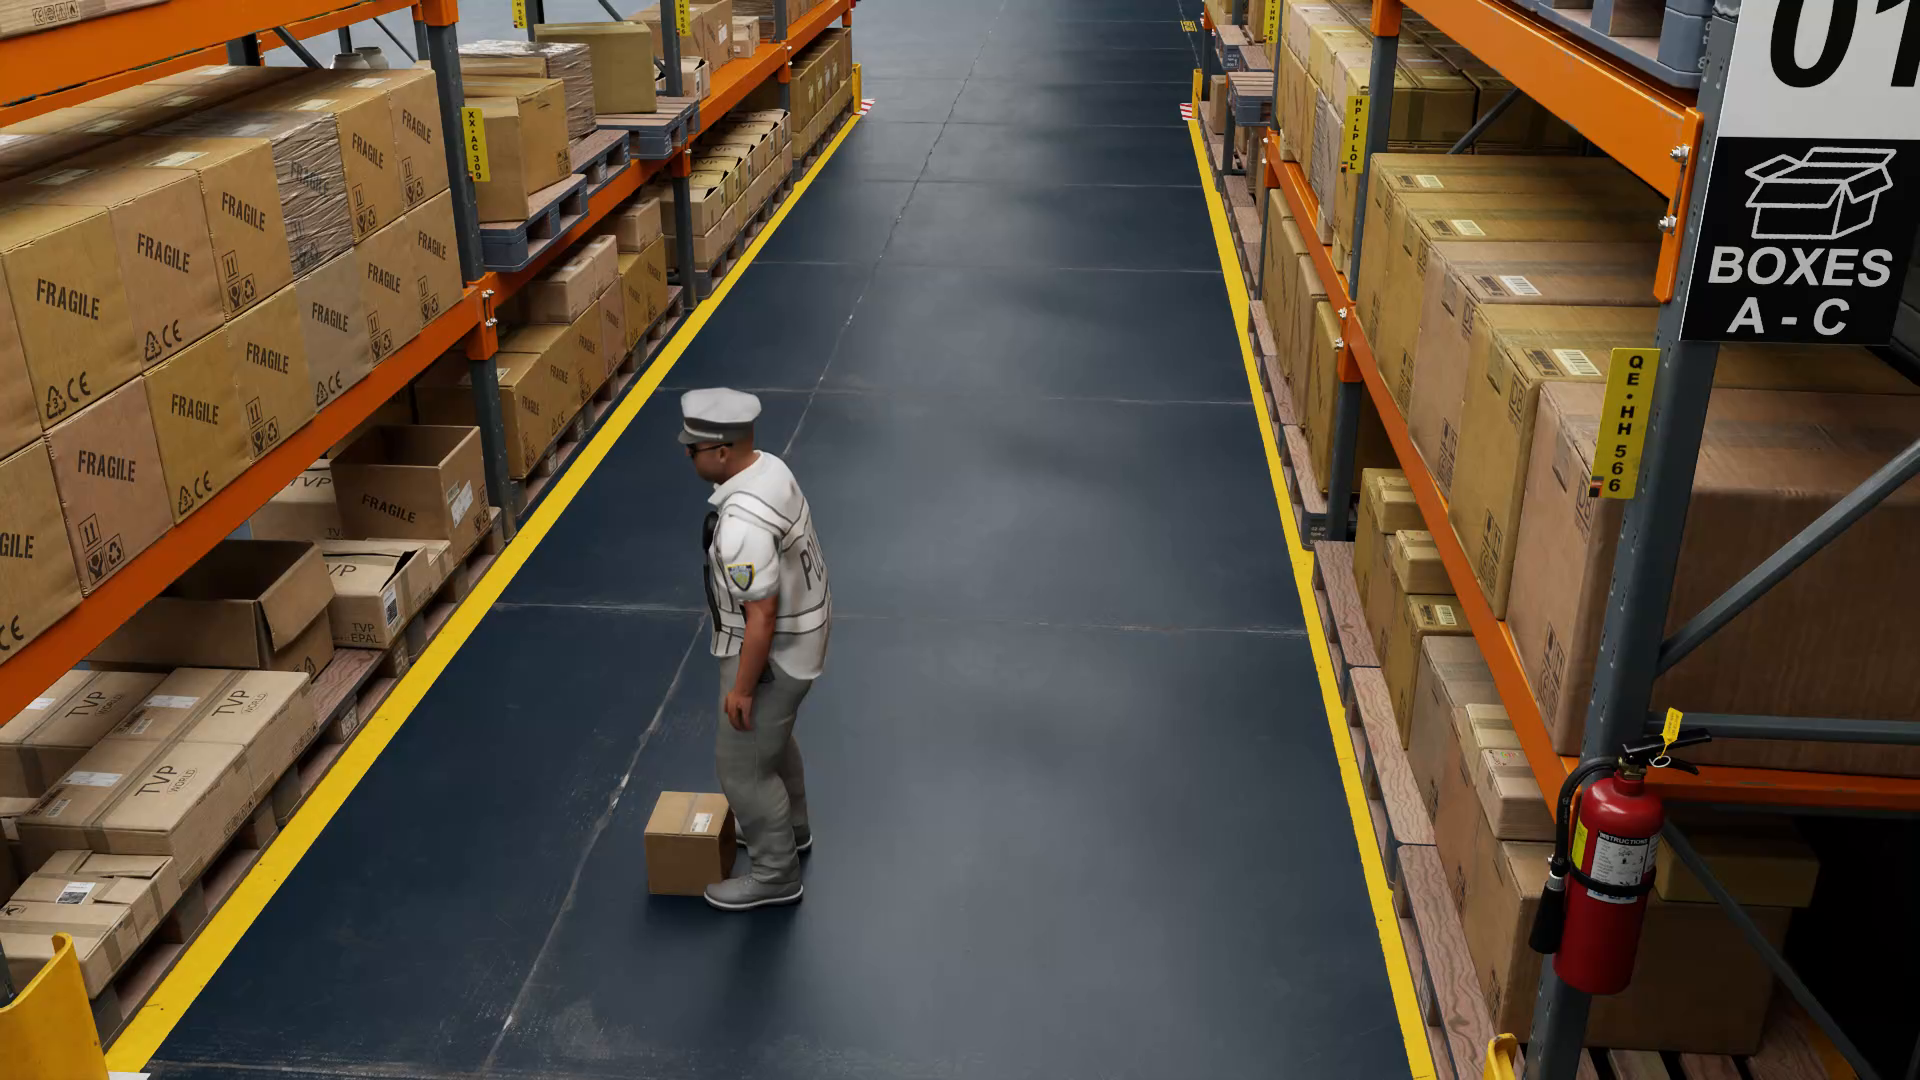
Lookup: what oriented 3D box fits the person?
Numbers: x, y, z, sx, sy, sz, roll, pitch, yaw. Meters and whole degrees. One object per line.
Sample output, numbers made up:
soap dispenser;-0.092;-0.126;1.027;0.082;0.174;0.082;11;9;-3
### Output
person;-0.632;0.354;5.315;0.438;1.747;0.596;1;24;1
